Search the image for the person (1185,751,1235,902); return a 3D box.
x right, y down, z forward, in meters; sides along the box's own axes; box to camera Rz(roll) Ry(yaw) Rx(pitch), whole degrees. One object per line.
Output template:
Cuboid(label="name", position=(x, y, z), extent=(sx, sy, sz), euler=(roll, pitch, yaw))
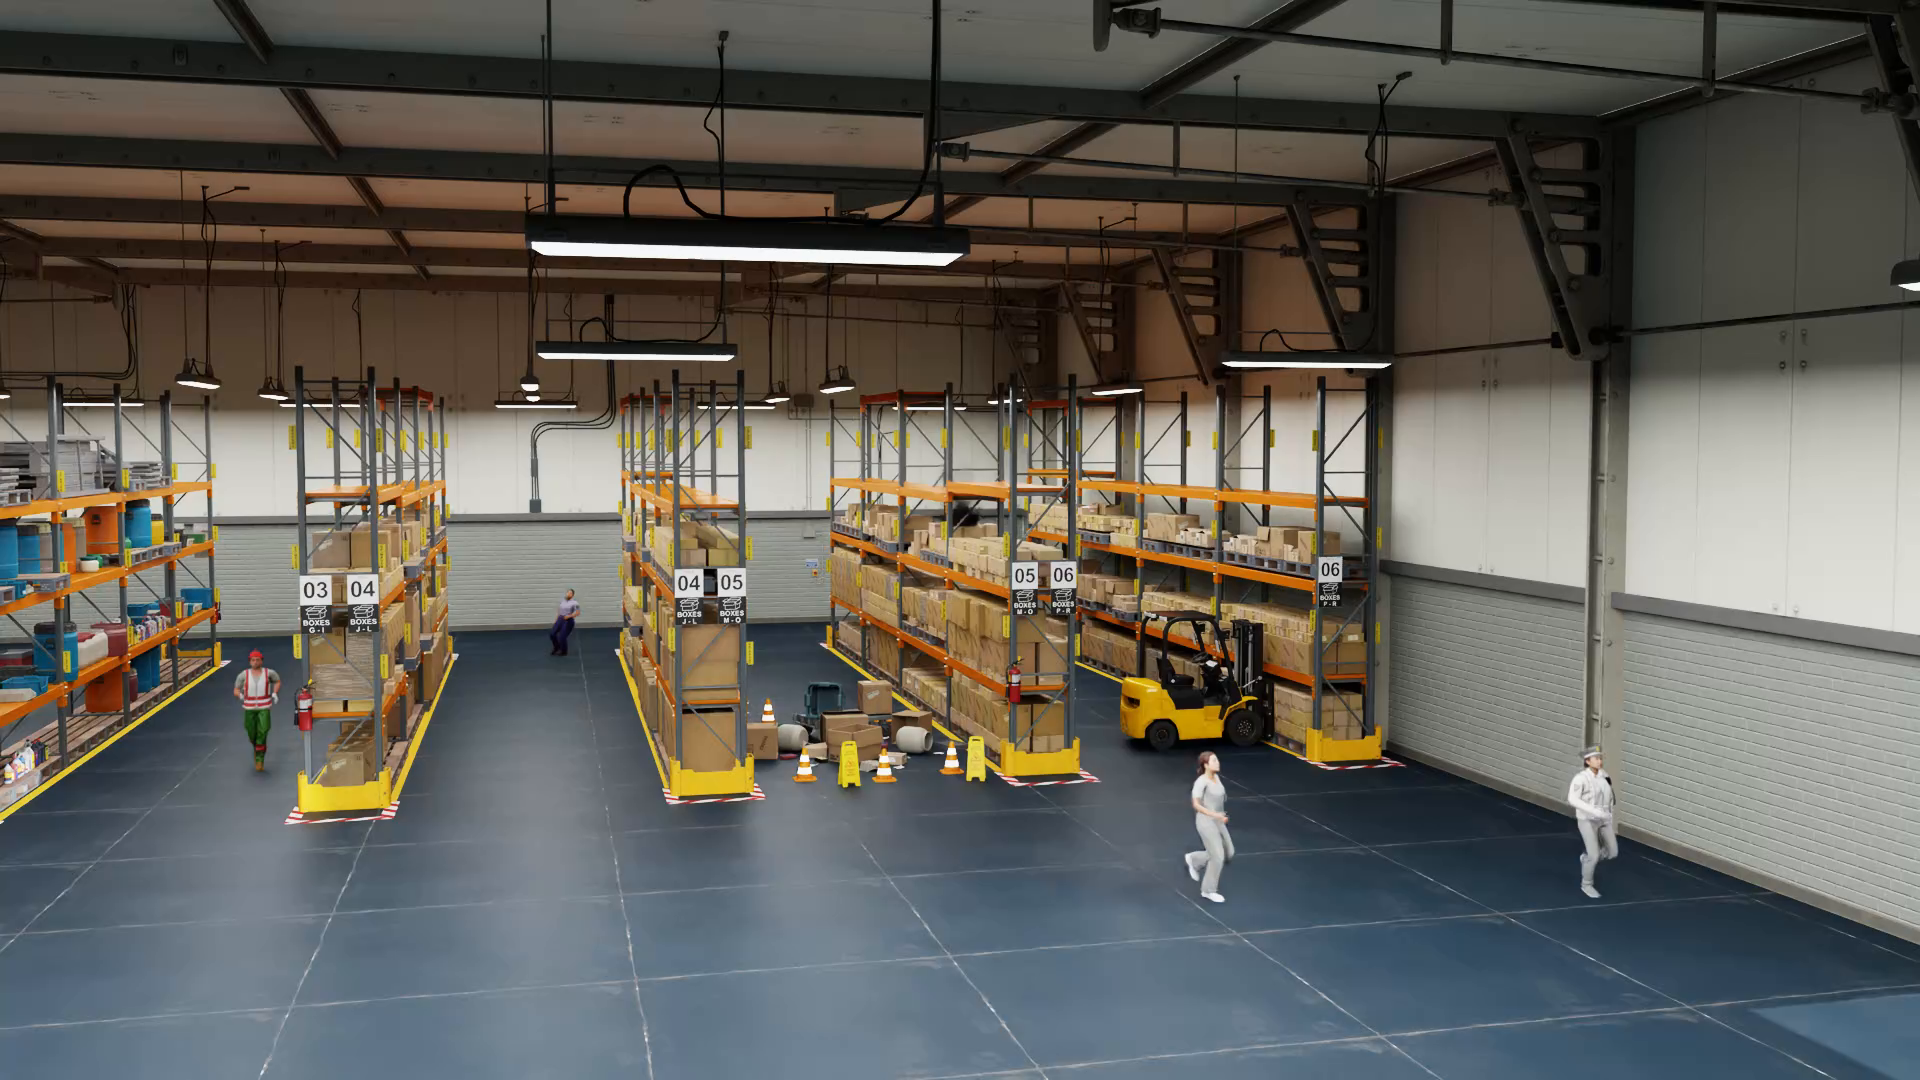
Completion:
Cuboid(label="person", position=(2.709, 3.111, 18.178), extent=(0.597, 1.633, 0.594), euler=(2, 4, 35))

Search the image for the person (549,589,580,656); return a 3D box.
Cuboid(label="person", position=(-9.179, 1.920, 38.502), extent=(0.727, 1.581, 0.519), euler=(2, 4, 26))

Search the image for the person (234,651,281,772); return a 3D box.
Cuboid(label="person", position=(-10.730, 2.582, 25.400), extent=(0.658, 1.782, 0.977), euler=(-1, 4, -19))

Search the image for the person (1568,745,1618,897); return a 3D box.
Cuboid(label="person", position=(6.990, 3.083, 18.307), extent=(0.658, 1.664, 0.561), euler=(-1, 4, -21))
